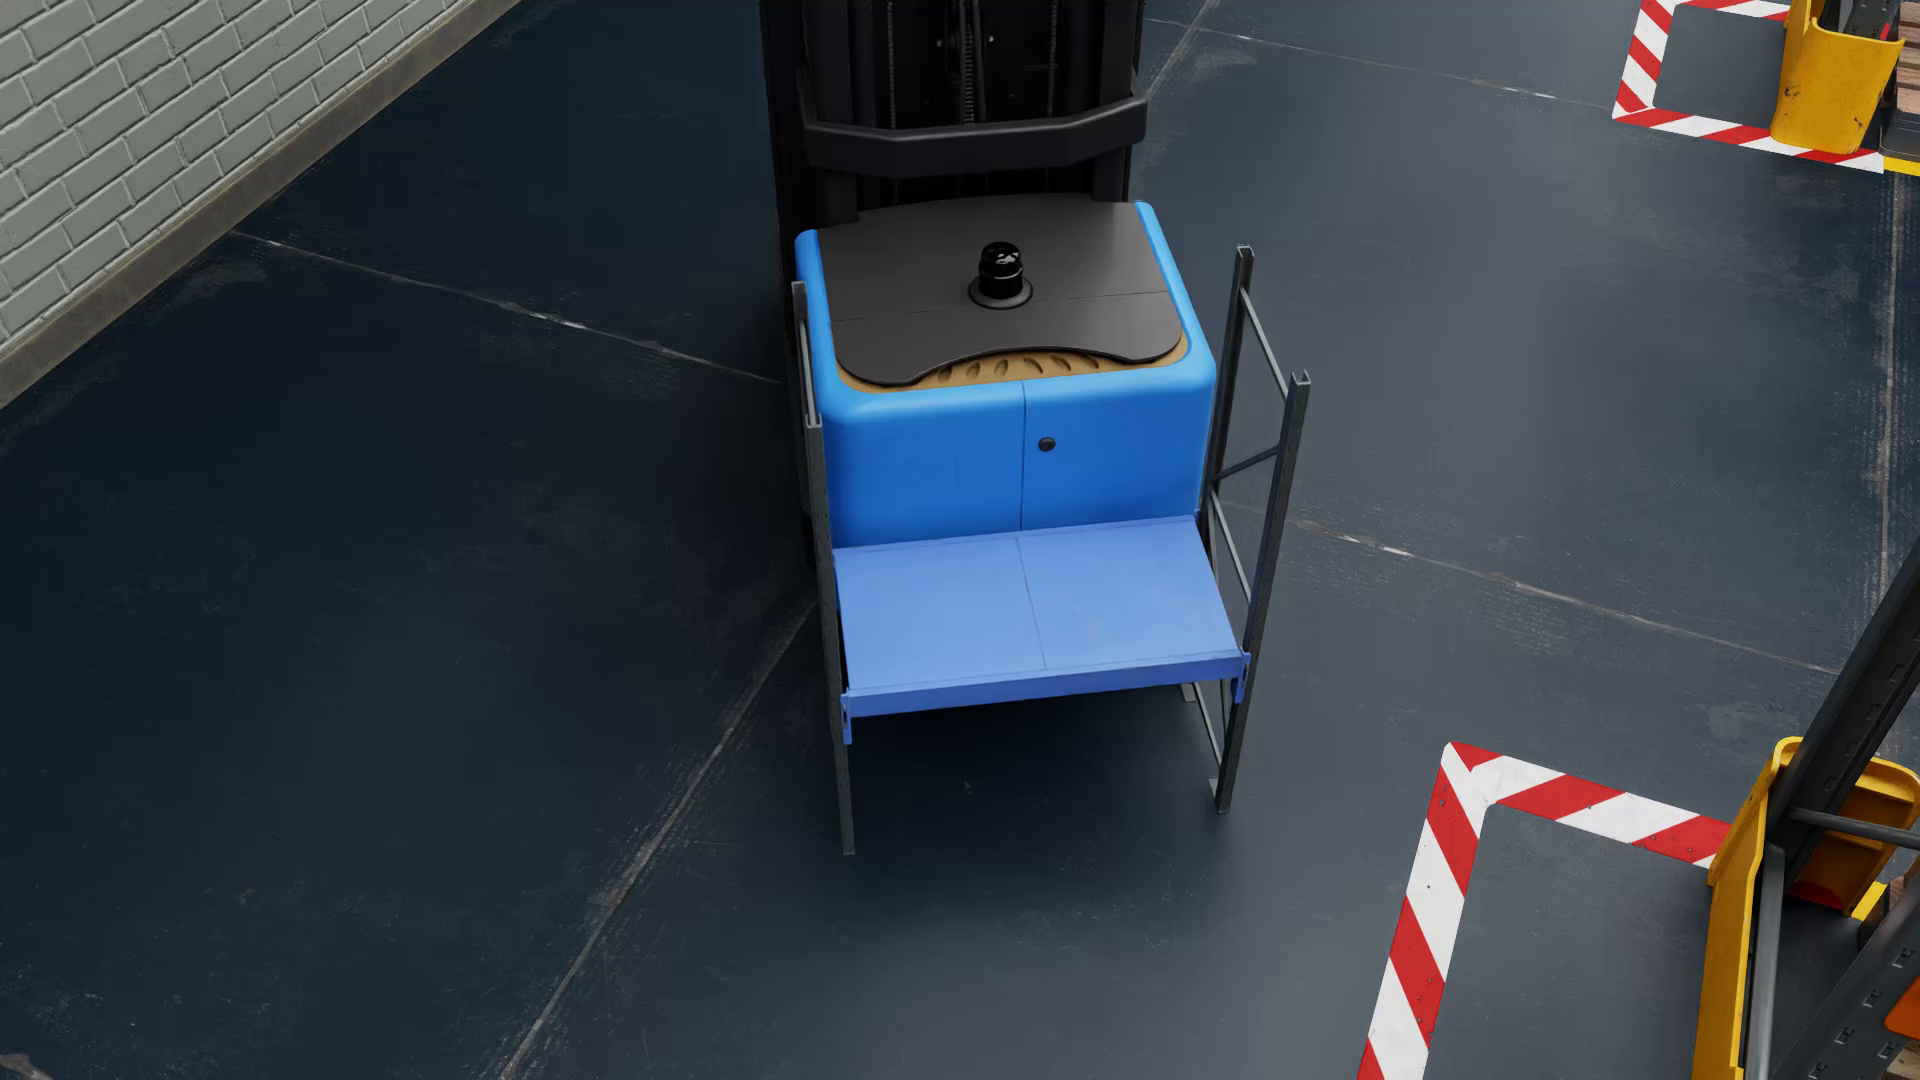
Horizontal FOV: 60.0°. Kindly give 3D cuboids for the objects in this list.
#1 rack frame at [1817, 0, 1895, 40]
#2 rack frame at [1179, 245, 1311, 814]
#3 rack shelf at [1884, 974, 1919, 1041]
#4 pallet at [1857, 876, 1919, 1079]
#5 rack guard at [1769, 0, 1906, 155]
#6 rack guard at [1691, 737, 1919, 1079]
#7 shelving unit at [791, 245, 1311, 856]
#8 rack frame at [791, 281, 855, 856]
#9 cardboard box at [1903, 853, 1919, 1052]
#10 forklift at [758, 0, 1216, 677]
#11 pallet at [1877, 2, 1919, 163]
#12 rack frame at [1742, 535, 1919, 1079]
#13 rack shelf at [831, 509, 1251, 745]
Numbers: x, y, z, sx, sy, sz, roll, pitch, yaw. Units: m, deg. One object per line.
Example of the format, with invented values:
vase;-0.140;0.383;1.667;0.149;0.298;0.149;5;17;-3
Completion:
rack frame;3.775;-3.060;6.199;0.127;3.000;1.000;16;47;16
rack frame;0.681;0.034;4.152;0.032;1.500;0.500;-5;45;-5
rack shelf;3.710;0.962;2.667;4.000;0.370;1.077;16;47;16
pallet;2.671;1.389;3.705;1.213;0.211;1.003;16;47;16
rack guard;3.748;-2.172;7.078;0.348;0.500;1.175;16;47;16
rack guard;1.934;1.070;3.820;0.348;0.500;1.175;16;47;16
shelving unit;0.177;0.082;4.104;1.048;1.500;0.538;-5;45;-5
rack frame;-0.327;0.130;4.056;0.032;1.500;0.500;-5;45;-5
cardboard box;2.461;0.881;3.698;0.500;0.500;0.500;16;47;16
forklift;-0.059;-1.684;4.864;1.130;2.935;3.031;-6;45;-6
pallet;4.521;-1.822;6.932;1.213;0.211;1.003;16;47;16
rack frame;1.864;0.163;2.959;0.127;3.000;1.000;16;47;16
rack shelf;0.177;0.210;4.231;1.000;0.185;0.538;-5;45;-5
